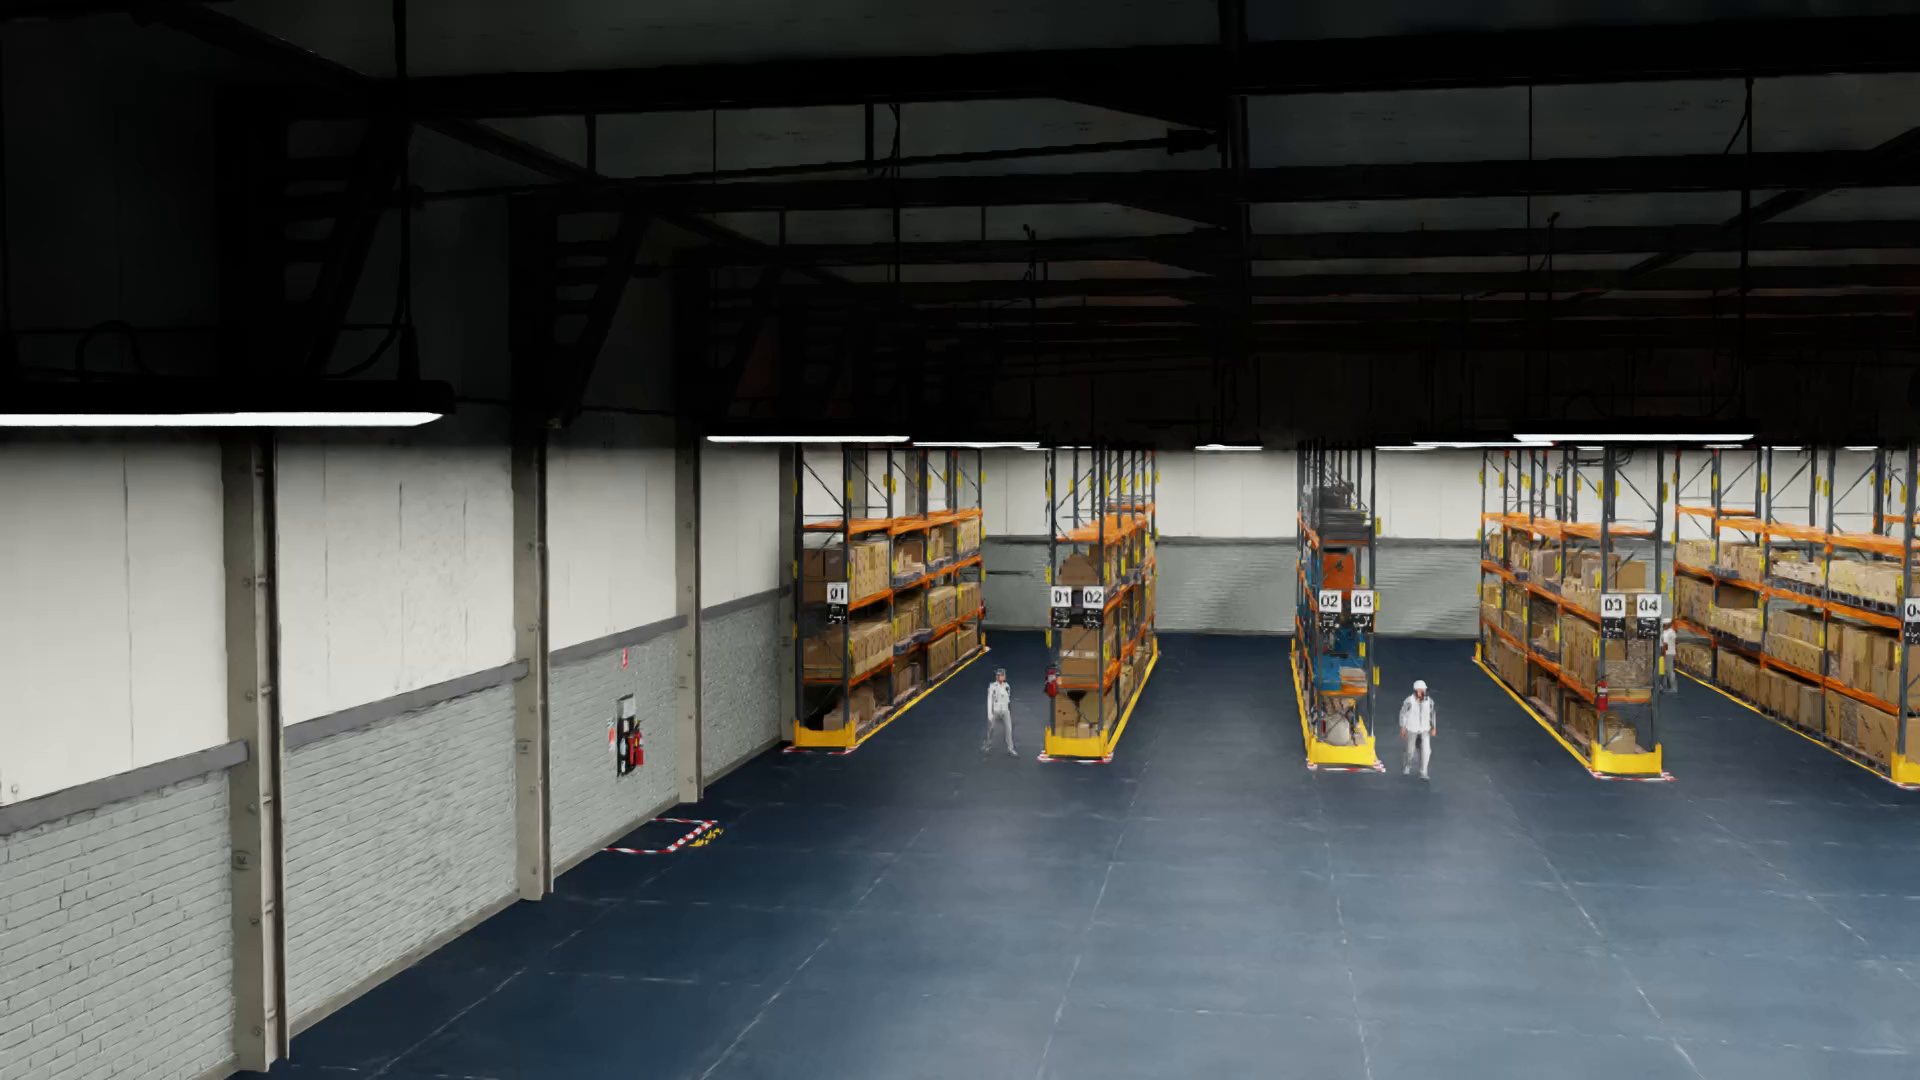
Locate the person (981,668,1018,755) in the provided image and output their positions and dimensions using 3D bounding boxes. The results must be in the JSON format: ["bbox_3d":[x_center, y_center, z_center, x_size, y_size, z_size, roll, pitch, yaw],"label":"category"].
[{"bbox_3d":[0.725,3.218,31.459,0.539,1.621,0.910,-1,3,-16],"label":"person"}]

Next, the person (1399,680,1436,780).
[{"bbox_3d":[8.036,3.305,29.256,0.662,1.740,0.685,0,3,2],"label":"person"}]

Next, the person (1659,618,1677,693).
[{"bbox_3d":[16.823,2.729,39.642,0.591,1.763,0.685,2,4,32],"label":"person"}]
